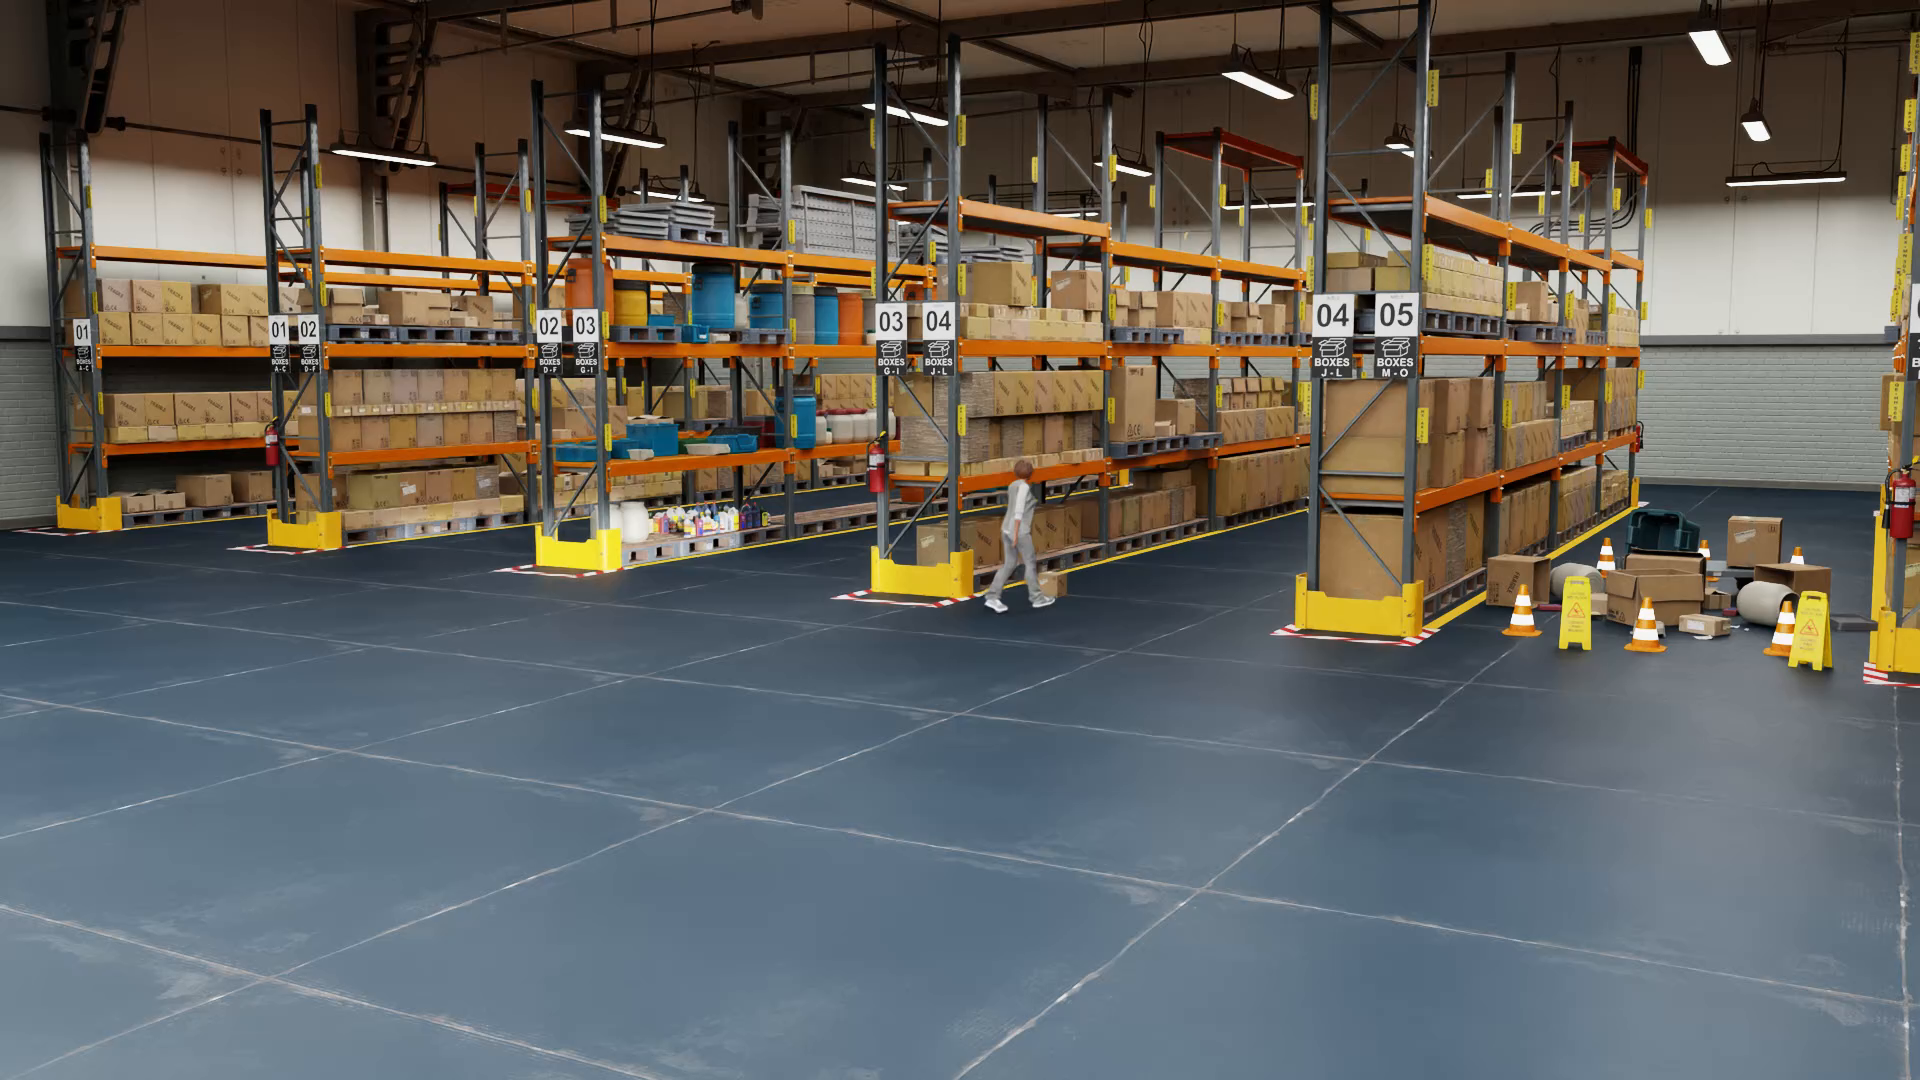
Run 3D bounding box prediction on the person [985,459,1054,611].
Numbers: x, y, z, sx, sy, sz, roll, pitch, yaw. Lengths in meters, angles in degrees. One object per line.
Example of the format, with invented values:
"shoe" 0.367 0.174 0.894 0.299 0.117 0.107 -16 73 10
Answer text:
"person" 0.617 -0.066 17.228 0.800 1.540 0.491 -2 7 -22
